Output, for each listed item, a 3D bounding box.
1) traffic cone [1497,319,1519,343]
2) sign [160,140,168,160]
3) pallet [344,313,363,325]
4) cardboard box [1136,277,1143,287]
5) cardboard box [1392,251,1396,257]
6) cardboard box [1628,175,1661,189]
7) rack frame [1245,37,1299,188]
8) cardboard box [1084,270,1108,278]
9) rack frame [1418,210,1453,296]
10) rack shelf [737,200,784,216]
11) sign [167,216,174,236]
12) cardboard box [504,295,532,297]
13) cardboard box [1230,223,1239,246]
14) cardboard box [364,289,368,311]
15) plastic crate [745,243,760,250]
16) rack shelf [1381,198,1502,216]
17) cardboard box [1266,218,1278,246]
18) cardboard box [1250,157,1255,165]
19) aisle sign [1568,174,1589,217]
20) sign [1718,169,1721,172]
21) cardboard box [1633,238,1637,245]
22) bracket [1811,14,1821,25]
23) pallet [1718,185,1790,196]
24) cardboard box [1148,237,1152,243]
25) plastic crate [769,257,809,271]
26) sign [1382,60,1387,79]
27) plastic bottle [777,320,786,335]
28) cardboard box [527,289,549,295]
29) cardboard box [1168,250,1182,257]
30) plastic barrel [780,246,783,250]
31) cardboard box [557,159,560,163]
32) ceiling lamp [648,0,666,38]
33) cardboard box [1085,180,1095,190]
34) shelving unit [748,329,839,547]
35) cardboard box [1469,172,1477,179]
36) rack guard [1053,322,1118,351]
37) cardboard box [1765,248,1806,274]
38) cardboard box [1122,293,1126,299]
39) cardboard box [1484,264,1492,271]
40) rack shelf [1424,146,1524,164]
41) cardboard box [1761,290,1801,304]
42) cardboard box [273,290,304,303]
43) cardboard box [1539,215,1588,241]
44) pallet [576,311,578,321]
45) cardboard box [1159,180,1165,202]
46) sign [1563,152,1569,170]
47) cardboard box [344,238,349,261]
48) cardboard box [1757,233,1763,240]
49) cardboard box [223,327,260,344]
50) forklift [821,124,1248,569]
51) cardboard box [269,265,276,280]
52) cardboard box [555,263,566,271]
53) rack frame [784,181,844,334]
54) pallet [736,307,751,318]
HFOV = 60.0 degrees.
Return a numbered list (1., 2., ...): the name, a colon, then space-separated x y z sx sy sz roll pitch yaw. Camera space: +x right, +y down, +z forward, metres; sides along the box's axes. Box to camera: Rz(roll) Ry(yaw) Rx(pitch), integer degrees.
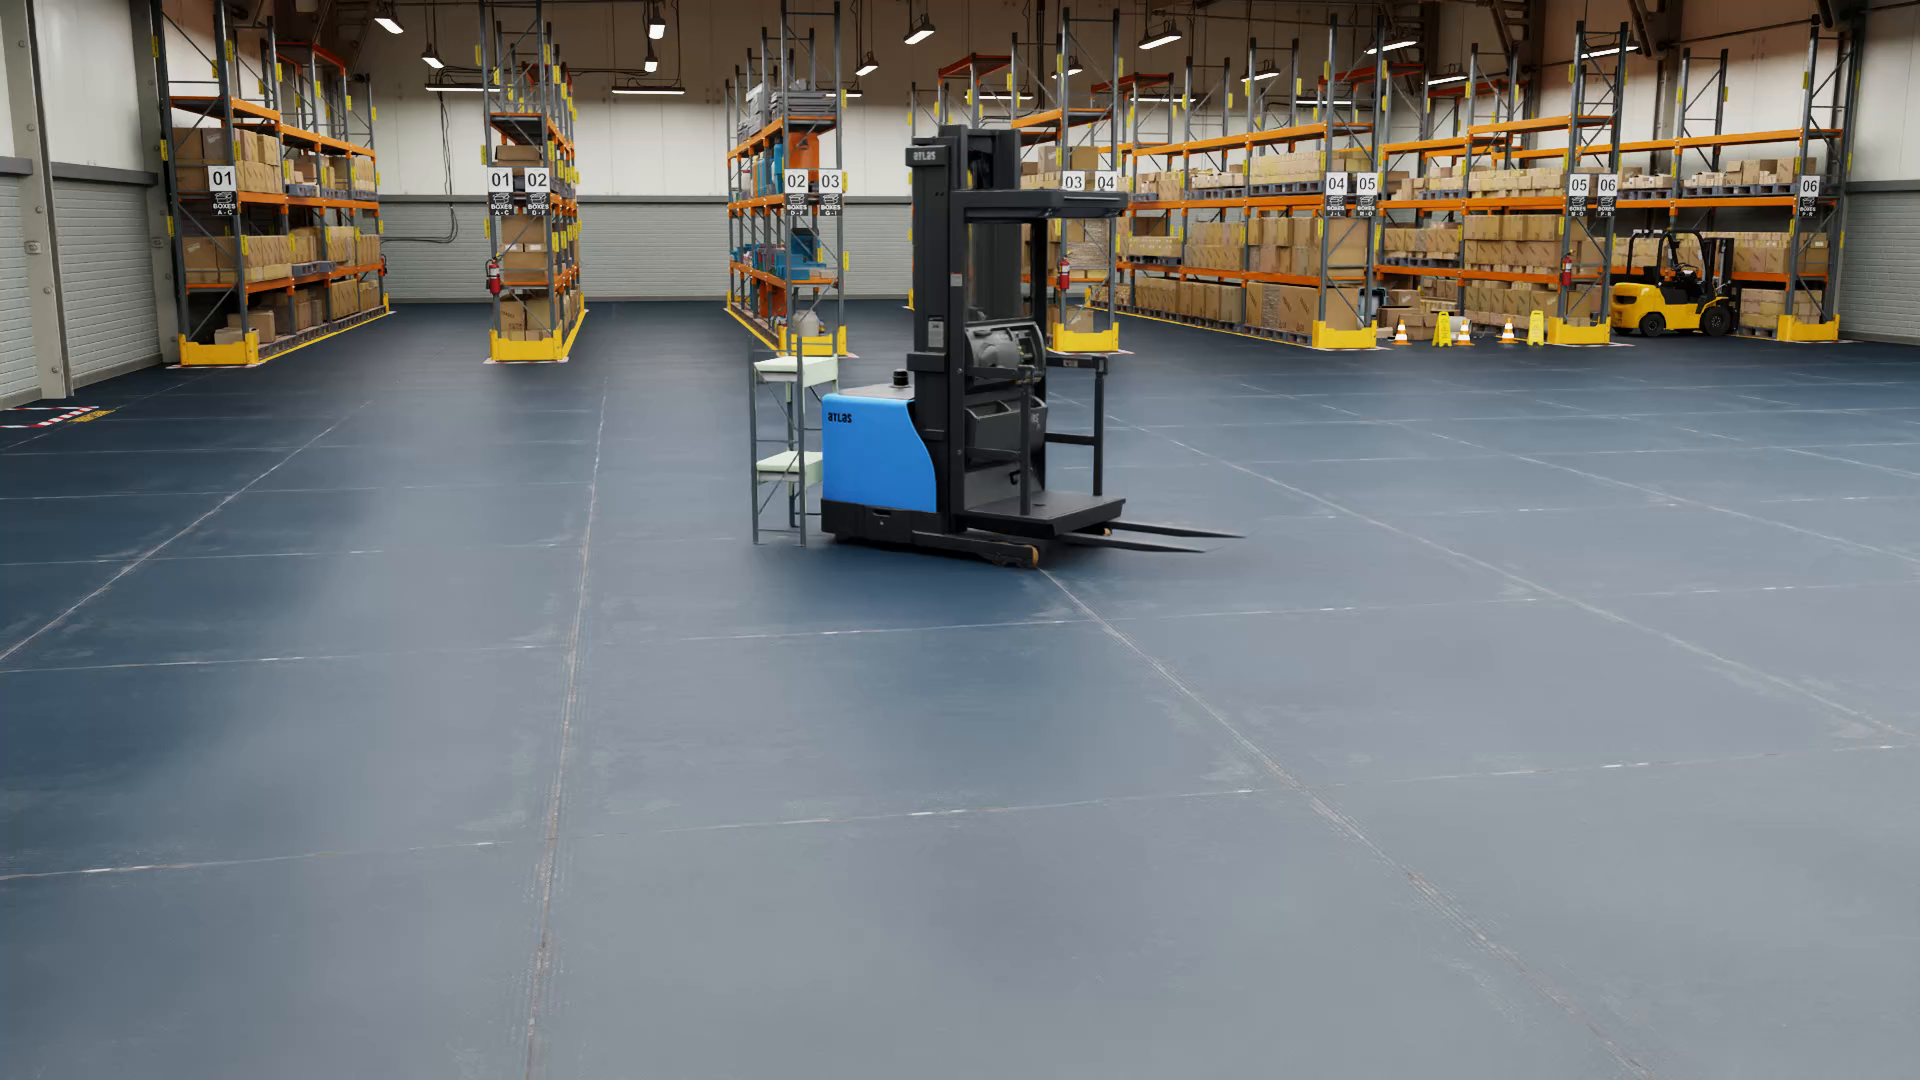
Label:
1. traffic cone: 10.682 -4.076 32.376 0.336 0.463 0.334 -2 11 -11
2. sign: -12.814 -6.282 26.788 0.100 0.325 0.005 -2 11 -11
3. pallet: -14.375 -5.082 38.333 1.003 0.211 1.213 -2 11 -11
4. cardboard box: 4.746 -6.495 41.853 0.500 0.250 0.500 -3 11 -14
5. cardboard box: 10.378 -6.721 39.036 0.380 0.149 0.250 -3 11 -15
6. cardboard box: 15.593 -8.155 37.847 0.500 0.311 0.500 -3 11 -13
7. rack frame: 6.418 -8.773 34.221 1.000 3.000 0.127 -2 11 -11
8. cardboard box: 2.489 -4.868 30.421 0.380 0.149 0.250 -2 11 -11
9. rack frame: 13.788 -8.406 48.340 1.000 3.000 0.127 -2 11 -11
10. rack shelf: -4.493 -7.704 38.554 1.077 0.370 4.000 -2 11 -11
11. sign: -12.814 -5.097 27.014 0.100 0.325 0.005 -2 11 -11
12. cardboard box: -8.297 -4.340 31.203 0.500 0.500 0.500 -2 11 -11
13. cardboard box: 6.213 -6.551 35.652 0.700 0.500 0.500 -2 11 -12
14. cardboard box: -14.739 -5.802 40.221 0.700 0.500 0.500 -2 11 -12
15. plastic crate: -5.411 -7.677 44.253 0.616 0.435 0.499 -2 11 -11
16. rack shelf: 10.864 -7.511 37.539 1.077 0.370 4.000 -2 11 -11
17. cardboard box: 6.647 -6.160 33.251 0.875 0.550 0.550 -2 11 -11
18. cardboard box: 6.155 -7.744 33.986 0.380 0.149 0.250 -2 11 -10
19. aisle sign: 11.759 -6.546 31.613 0.394 0.787 0.004 -2 11 -11
20. sign: 16.666 -7.992 36.548 0.100 0.325 0.005 -2 11 -11
21. cardboard box: 15.603 -6.815 37.978 0.380 0.149 0.250 -2 11 -12
22. bracket: 17.219 -10.411 33.200 0.235 0.232 0.430 -2 11 -11
23. pallet: 16.547 -7.257 34.515 1.003 0.211 1.213 -2 11 -11
24. cardboard box: 4.796 -7.293 40.447 0.380 0.149 0.250 -2 11 -9
25. plastic crate: -3.349 -5.353 32.463 0.767 0.338 0.504 -2 11 -11
26. sign: 7.741 -8.595 30.365 0.100 0.325 0.005 -2 11 -11
27. plastic bottle: -3.357 -3.996 31.279 0.152 0.276 0.135 -2 11 -11
28. cardboard box: -9.390 -5.568 36.929 0.500 0.250 0.500 -2 11 -9
29. cardboard box: 5.093 -6.716 39.008 0.380 0.149 0.250 -2 11 -10
30. plastic barrel: -3.694 -6.091 35.879 0.421 0.512 0.421 0 11 0
31. cardboard box: -9.873 -8.873 39.829 0.700 0.500 0.500 -2 11 -11
32. ceiling lamp: -5.508 -11.192 31.319 0.800 3.185 2.000 -2 11 -11
33. cardboard box: 2.471 -6.428 30.325 0.500 0.250 0.500 -2 11 -9
34. shelving unit: -1.207 -0.765 12.206 0.431 1.500 0.755 3 11 15
35. cardboard box: 10.995 -7.696 35.128 0.380 0.149 0.250 -2 11 -12
36. rack guard: 2.296 -3.716 30.384 1.175 0.500 0.348 -2 11 -11
37. cardboard box: 16.546 -5.602 33.337 0.500 0.500 0.500 -2 11 -12
38. cardboard box: 4.424 -6.340 43.192 0.380 0.149 0.250 -3 11 -14
39. cardboard box: 11.196 -5.693 34.755 0.380 0.149 0.250 -2 11 -9
40. rack shelf: 14.177 -10.632 45.920 1.077 0.370 4.000 -2 11 -11
41. cardboard box: 16.504 -4.892 33.431 0.500 0.250 0.500 -2 11 -9
42. cardboard box: -13.476 -4.883 33.330 0.500 0.250 0.500 -2 11 -11
43. cardboard box: 11.718 -6.063 32.291 0.700 0.500 0.500 -2 11 -12
44. pallet: -9.546 -5.254 39.236 1.003 0.211 1.213 -2 11 -11
45. cardboard box: 5.076 -8.361 39.810 0.500 0.500 0.500 -2 11 -11
46. sign: 11.483 -7.183 31.521 0.100 0.325 0.005 -2 11 -11
47. cardboard box: -14.064 -6.535 37.390 0.500 0.500 0.500 -2 11 -11
48. cardboard box: 16.492 -6.183 33.863 0.380 0.149 0.250 -2 11 -11
49. cardboard box: -12.423 -3.520 28.682 0.500 0.311 0.500 -1 11 -6
50. forklift: 0.493 -1.356 11.481 3.031 2.935 1.130 7 13 33
51. cardboard box: -12.353 -4.708 29.258 0.500 0.250 0.500 -2 11 -10
52. cardboard box: -8.517 -5.760 35.107 0.380 0.149 0.250 -2 11 -11
53. rack frame: -2.548 -4.750 29.131 1.000 3.000 0.127 -2 11 -11
54. pallet: -5.063 -5.715 41.656 1.003 0.211 1.213 -2 11 -11
